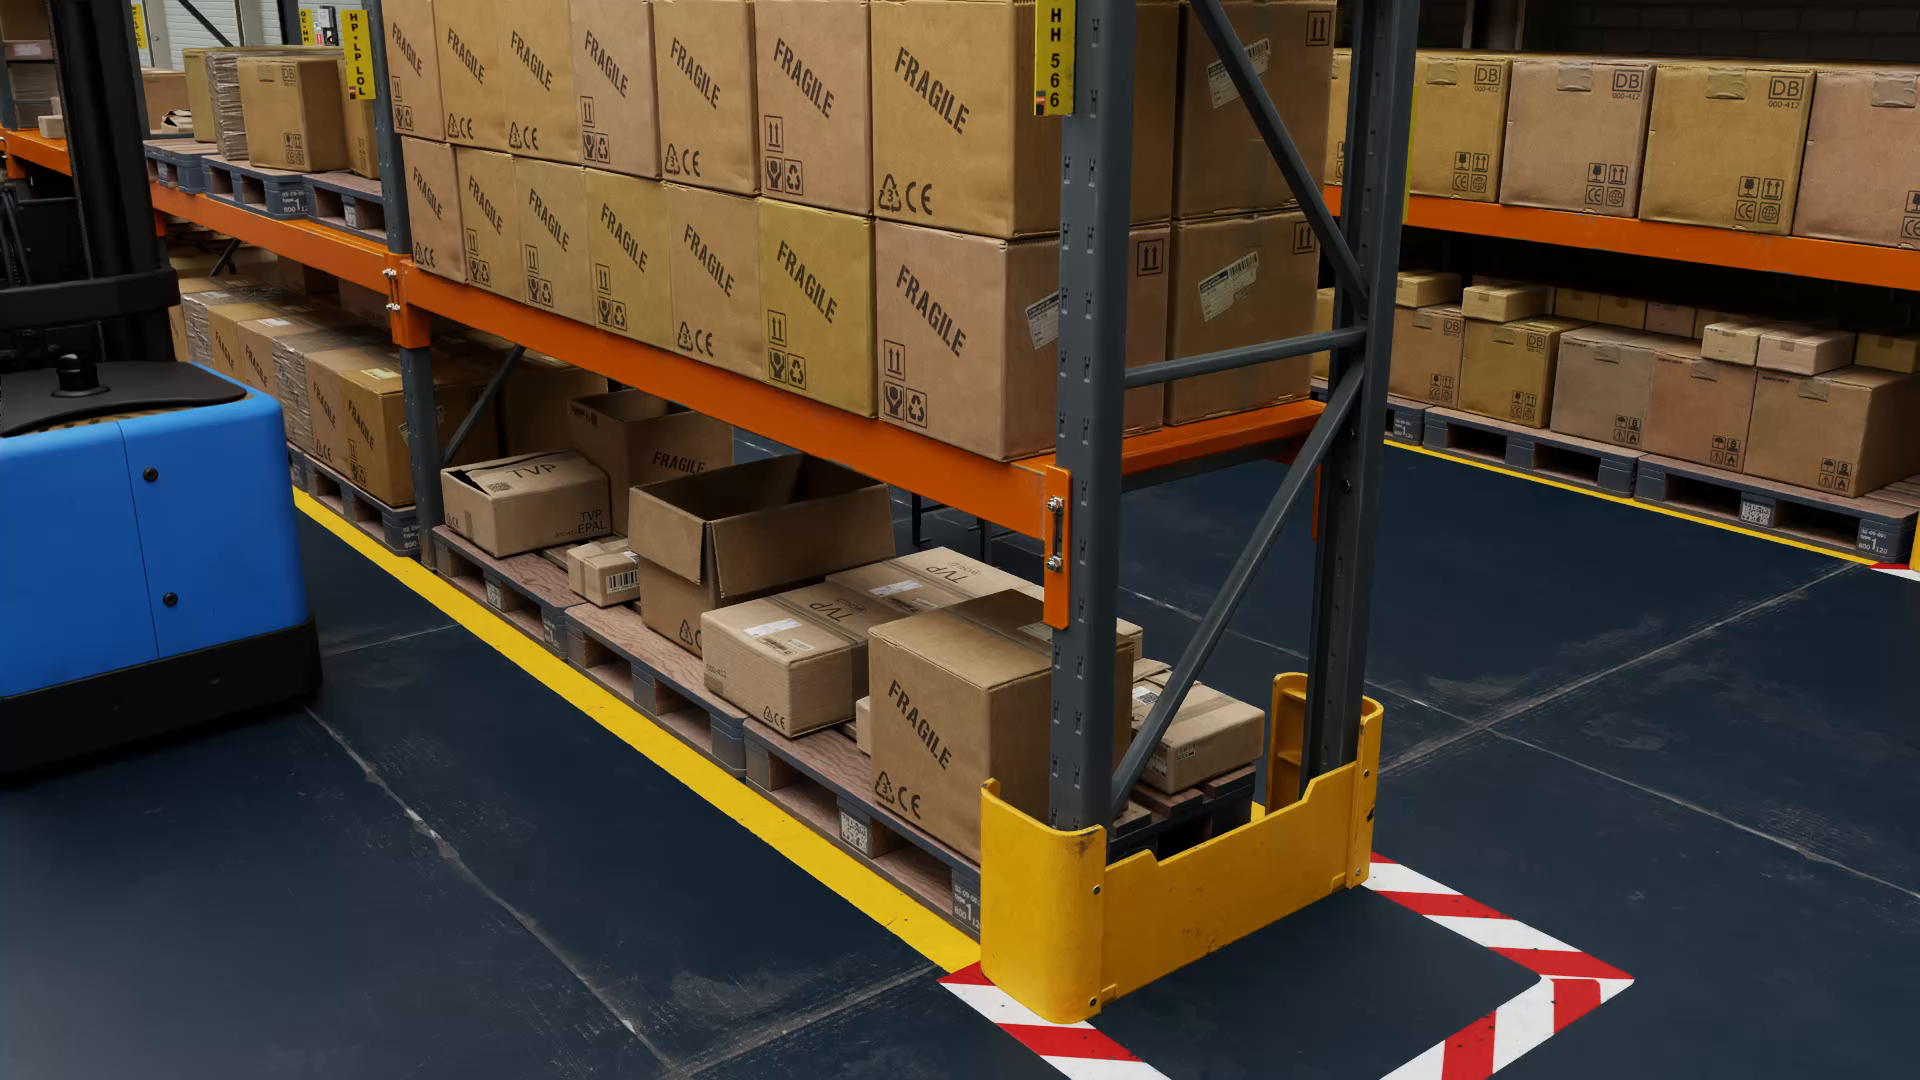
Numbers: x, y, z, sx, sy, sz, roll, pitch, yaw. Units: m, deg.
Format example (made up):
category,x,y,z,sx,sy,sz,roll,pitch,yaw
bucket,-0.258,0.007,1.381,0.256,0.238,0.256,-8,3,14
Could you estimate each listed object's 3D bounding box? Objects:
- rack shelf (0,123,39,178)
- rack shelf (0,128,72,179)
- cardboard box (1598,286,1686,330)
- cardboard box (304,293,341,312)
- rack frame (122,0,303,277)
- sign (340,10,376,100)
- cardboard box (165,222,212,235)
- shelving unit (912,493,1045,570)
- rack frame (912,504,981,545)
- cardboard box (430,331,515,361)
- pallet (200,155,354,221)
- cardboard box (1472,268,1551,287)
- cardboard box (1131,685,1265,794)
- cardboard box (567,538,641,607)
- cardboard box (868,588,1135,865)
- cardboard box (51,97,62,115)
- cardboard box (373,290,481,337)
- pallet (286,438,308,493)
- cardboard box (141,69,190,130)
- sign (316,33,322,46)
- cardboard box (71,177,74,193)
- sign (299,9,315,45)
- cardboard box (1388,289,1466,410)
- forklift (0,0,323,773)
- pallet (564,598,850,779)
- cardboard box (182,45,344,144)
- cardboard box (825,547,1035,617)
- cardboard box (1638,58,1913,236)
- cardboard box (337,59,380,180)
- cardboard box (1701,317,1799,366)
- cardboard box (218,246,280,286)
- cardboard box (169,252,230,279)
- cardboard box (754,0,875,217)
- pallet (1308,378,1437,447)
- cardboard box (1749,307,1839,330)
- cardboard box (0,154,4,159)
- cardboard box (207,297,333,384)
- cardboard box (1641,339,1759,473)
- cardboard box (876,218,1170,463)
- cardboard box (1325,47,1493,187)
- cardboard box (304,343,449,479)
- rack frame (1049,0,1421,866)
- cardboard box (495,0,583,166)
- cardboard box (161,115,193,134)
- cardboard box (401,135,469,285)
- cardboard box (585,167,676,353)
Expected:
category,x,y,z,sx,sy,sz,roll,pitch,yaw
rack shelf,-8.057,-3.520,14.366,1.077,0.370,4.000,-14,23,-36
rack shelf,-5.573,-2.535,11.389,1.077,0.370,4.000,-14,23,-36
cardboard box,3.450,-1.174,8.411,0.380,0.149,0.250,-14,23,-36
cardboard box,-3.245,-1.093,9.169,0.500,0.500,0.500,-15,24,-38
rack frame,-4.331,-2.383,9.788,1.000,3.000,0.127,-14,23,-36
sign,-2.280,-1.838,6.299,0.100,0.325,0.005,-14,23,-36
cardboard box,-5.393,-2.110,11.778,0.500,0.311,0.500,-14,23,-37
shelving unit,0.103,-0.956,6.909,0.431,2.100,0.503,-14,23,-36
rack frame,-0.049,-1.016,7.091,0.400,2.100,0.015,-14,23,-36
cardboard box,-2.297,-0.716,8.029,0.500,0.500,0.500,-14,23,-35
pallet,-3.120,-1.814,8.374,1.003,0.211,1.213,-14,23,-36
cardboard box,2.976,-1.362,8.980,0.380,0.149,0.250,-15,23,-38
cardboard box,0.645,0.562,4.728,0.380,0.149,0.250,-14,23,-36
cardboard box,-1.212,0.095,6.110,0.380,0.166,0.250,-14,23,-36
cardboard box,0.105,0.480,4.418,0.500,0.500,0.500,-14,23,-36
cardboard box,-6.475,-3.185,12.447,0.500,0.250,0.500,-12,22,-33
cardboard box,-2.578,-1.189,8.265,0.500,0.250,0.500,-14,23,-36
pallet,-3.144,-0.568,8.741,1.003,0.211,1.213,-14,23,-36
cardboard box,-5.386,-2.841,11.011,0.500,0.500,0.500,-16,24,-39
sign,-9.797,-7.587,25.446,0.001,0.329,0.234,-14,23,-36
cardboard box,-7.174,-2.916,13.910,0.500,0.500,0.500,-14,23,-36
sign,-3.912,-3.004,9.945,0.100,0.325,0.005,-14,23,-36
cardboard box,2.727,-1.049,9.068,0.700,0.500,0.500,-14,23,-37
forklift,-3.532,-1.069,5.928,1.130,2.935,3.031,-16,24,-40
pallet,-0.660,0.397,5.830,1.003,0.211,1.213,-14,23,-36
cardboard box,-3.852,-2.497,9.304,0.500,0.500,0.700,11,21,30
cardboard box,-0.100,0.249,5.514,0.500,0.250,0.500,-14,23,-36
cardboard box,3.732,-1.823,7.618,0.980,0.700,0.700,-14,23,-37
cardboard box,-2.443,-1.962,7.688,0.700,0.500,0.500,-10,21,-28
cardboard box,3.622,-0.912,7.622,0.380,0.149,0.250,-13,22,-35
cardboard box,-4.426,-1.730,10.629,0.500,0.311,0.500,-13,22,-34
cardboard box,-4.849,-1.624,10.311,0.500,0.311,0.500,-13,22,-35
cardboard box,-0.170,-1.114,4.206,0.500,0.500,0.500,-13,22,-35
pallet,2.444,-0.839,9.560,1.003,0.211,1.213,-14,23,-36
cardboard box,3.923,-0.986,7.845,0.380,0.149,0.250,-14,23,-36
cardboard box,-8.210,-3.059,14.342,0.500,0.500,0.500,-14,23,-36
cardboard box,-3.636,-0.985,8.842,0.500,0.500,0.500,-14,23,-37
cardboard box,3.693,-0.669,7.918,0.700,0.500,0.500,-14,23,-36
cardboard box,0.145,-0.517,3.992,0.500,0.500,0.500,-13,22,-34
cardboard box,2.357,-2.371,9.273,0.980,0.700,0.700,-14,23,-35
cardboard box,-2.679,-0.609,7.706,0.500,0.500,0.500,-14,23,-36
rack frame,0.636,-0.412,3.835,1.000,3.000,0.127,-14,23,-36
cardboard box,-1.136,-1.495,5.355,0.500,0.500,0.500,-15,23,-38
cardboard box,-4.523,-2.439,10.098,0.500,0.311,0.500,-12,22,-33
cardboard box,-1.745,-1.266,6.256,0.500,0.500,0.500,-13,22,-35
cardboard box,-0.799,-0.892,5.125,0.500,0.500,0.500,-14,23,-37
